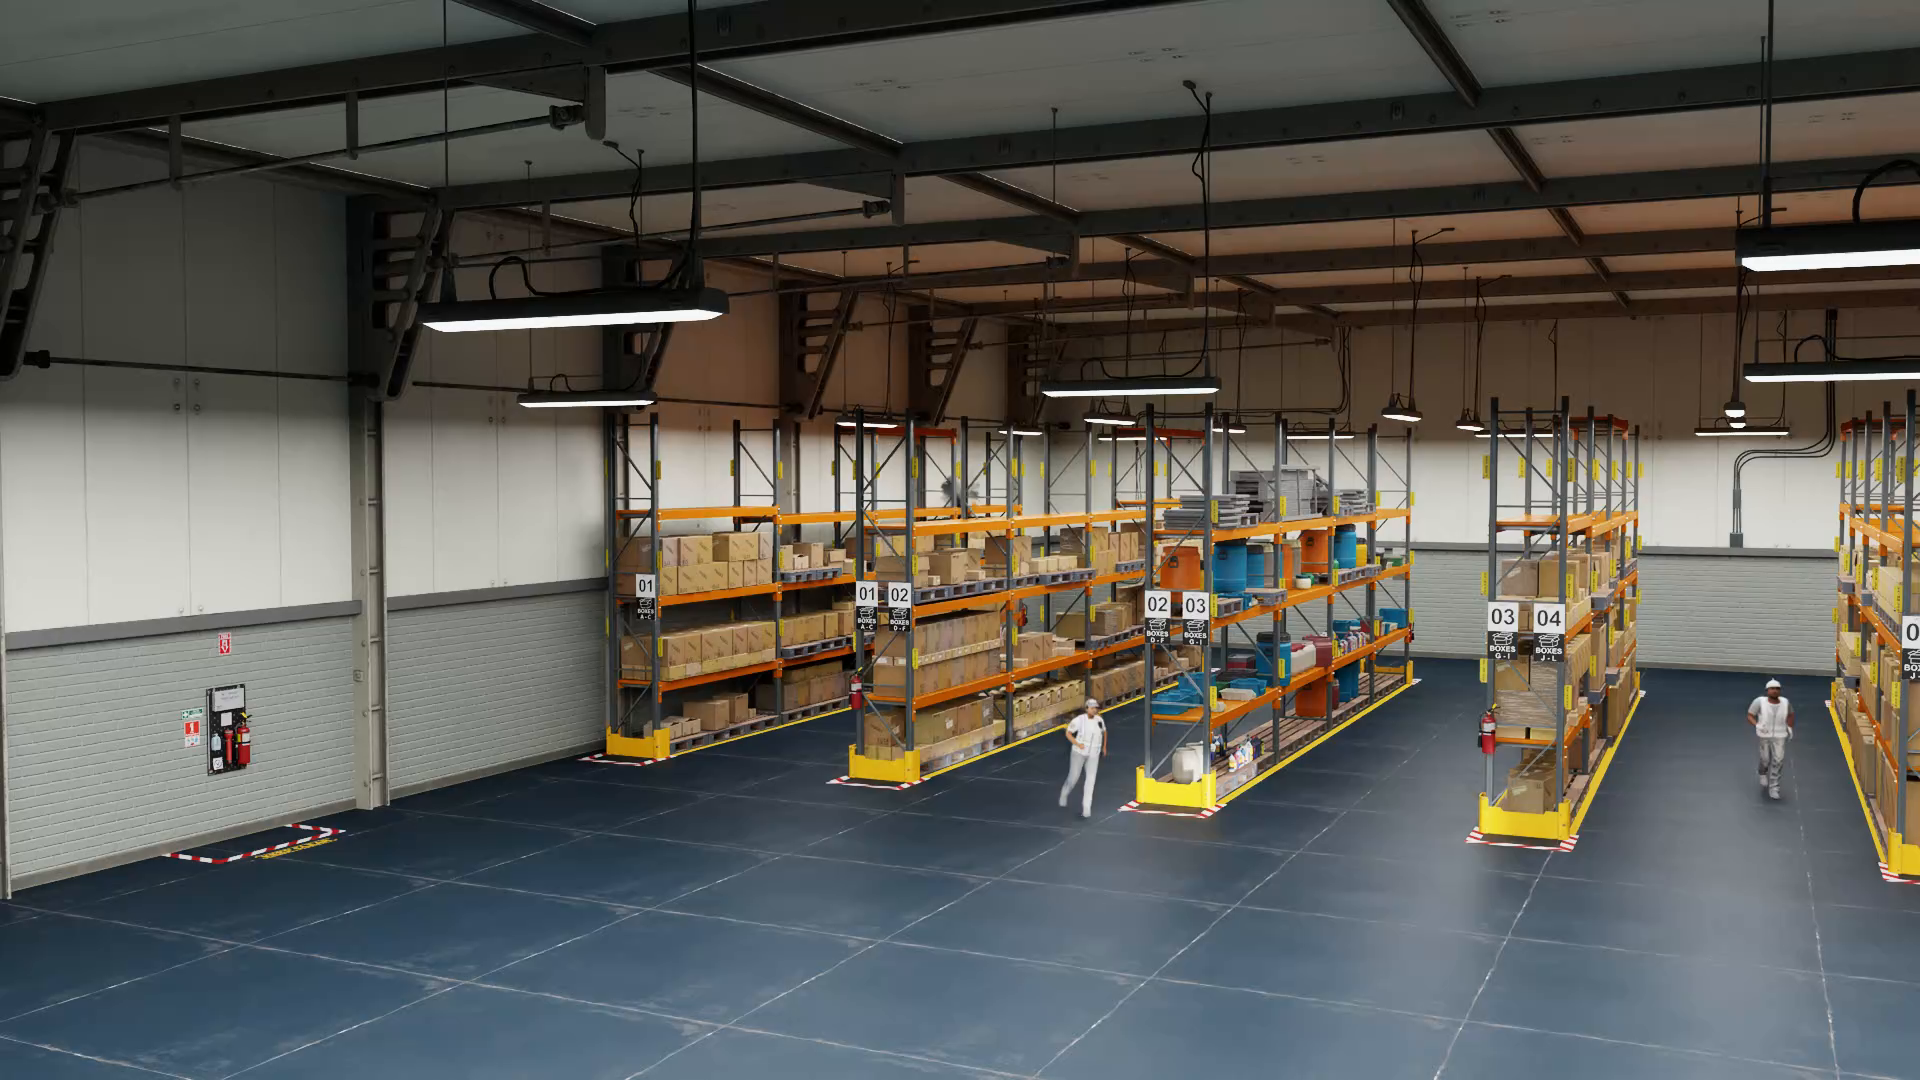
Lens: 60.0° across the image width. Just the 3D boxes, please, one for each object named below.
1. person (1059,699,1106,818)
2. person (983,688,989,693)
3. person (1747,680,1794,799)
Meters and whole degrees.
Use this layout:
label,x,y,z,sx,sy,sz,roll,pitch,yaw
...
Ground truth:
label,x,y,z,sx,sy,sz,roll,pitch,yaw
person,1.851,3.152,24.313,0.682,1.649,0.925,0,2,-10
person,0.423,2.578,35.945,0.652,1.829,0.872,1,2,13
person,12.491,3.041,25.615,0.682,1.777,0.885,1,3,17
